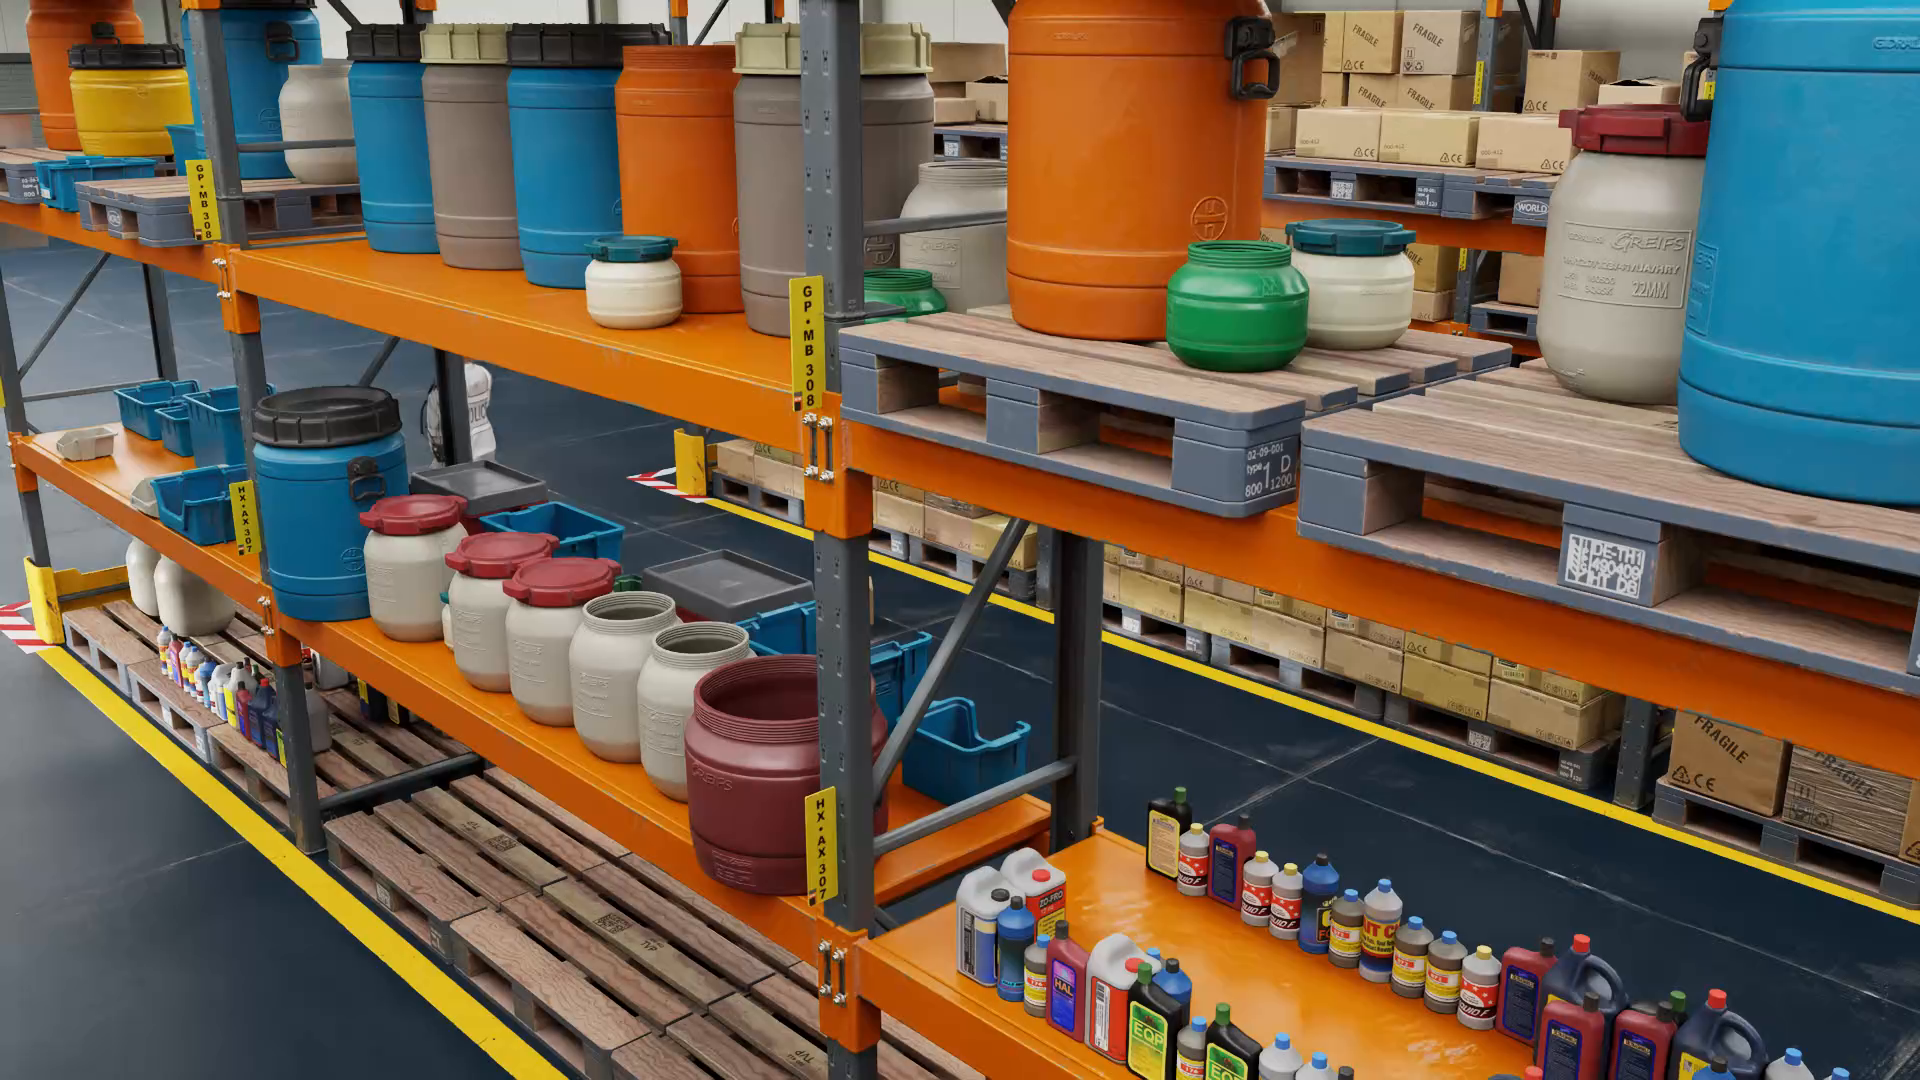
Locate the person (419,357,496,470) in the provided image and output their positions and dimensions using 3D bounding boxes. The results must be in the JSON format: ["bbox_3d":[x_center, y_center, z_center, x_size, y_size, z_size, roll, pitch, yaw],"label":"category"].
[{"bbox_3d":[-3.447,-0.558,11.381,0.652,1.843,0.533,7,19,22],"label":"person"}]
